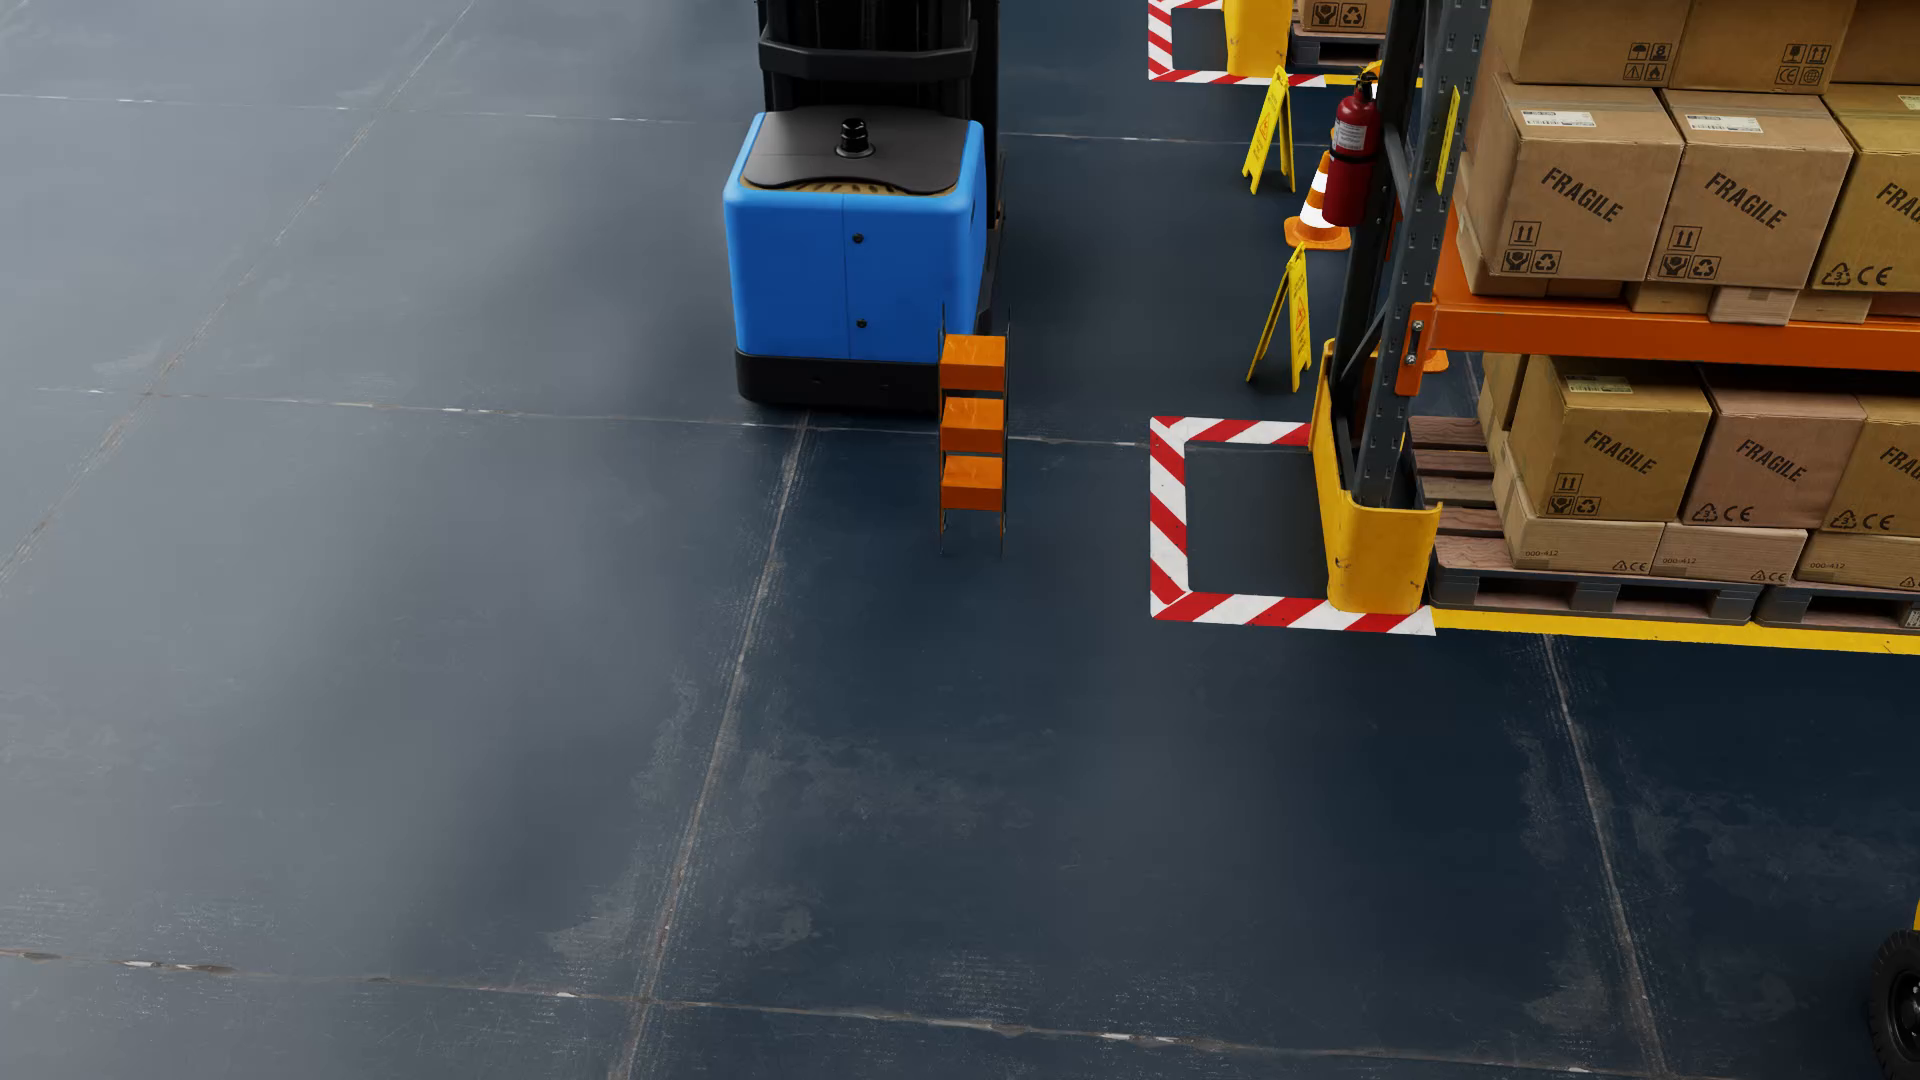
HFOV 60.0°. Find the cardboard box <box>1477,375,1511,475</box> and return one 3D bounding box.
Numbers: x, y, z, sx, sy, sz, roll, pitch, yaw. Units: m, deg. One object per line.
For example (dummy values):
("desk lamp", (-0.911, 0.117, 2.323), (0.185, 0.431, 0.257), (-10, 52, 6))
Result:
("cardboard box", (2.420, -0.473, 6.771), (0.500, 0.250, 0.500), (3, 39, 4))

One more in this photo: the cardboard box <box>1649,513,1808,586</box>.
("cardboard box", (2.855, -0.098, 6.312), (0.500, 0.250, 0.500), (4, 39, 5))

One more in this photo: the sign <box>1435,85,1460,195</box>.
("sign", (1.521, -1.247, 5.191), (0.005, 0.325, 0.100), (3, 39, 4))

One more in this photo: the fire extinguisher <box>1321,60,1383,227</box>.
("fire extinguisher", (1.493, -1.518, 6.272), (0.183, 0.674, 0.296), (3, 39, 4))

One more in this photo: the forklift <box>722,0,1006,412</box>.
("forklift", (-0.344, -2.619, 7.617), (1.130, 2.935, 3.031), (3, 39, 4))

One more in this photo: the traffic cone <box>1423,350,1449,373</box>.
("traffic cone", (2.107, -1.056, 7.653), (0.334, 0.463, 0.336), (3, 39, 4))

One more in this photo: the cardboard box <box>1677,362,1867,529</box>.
("cardboard box", (2.892, -0.395, 6.082), (0.500, 0.500, 0.500), (2, 39, 2))

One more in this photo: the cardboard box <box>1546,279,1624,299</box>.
("cardboard box", (2.141, -1.002, 5.775), (0.250, 0.149, 0.380), (4, 39, 5))

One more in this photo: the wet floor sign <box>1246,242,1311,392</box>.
("wet floor sign", (1.471, -1.023, 7.466), (0.232, 0.644, 0.267), (16, 42, 19))

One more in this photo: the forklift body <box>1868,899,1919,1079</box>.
("forklift body", (3.190, 1.155, 3.599), (1.214, 2.155, 2.313), (3, 39, 4))

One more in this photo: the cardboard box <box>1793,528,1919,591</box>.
("cardboard box", (3.400, -0.077, 6.285), (0.500, 0.250, 0.500), (6, 39, 7))

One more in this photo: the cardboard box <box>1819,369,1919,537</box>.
("cardboard box", (3.392, -0.363, 6.042), (0.500, 0.500, 0.500), (4, 39, 5))

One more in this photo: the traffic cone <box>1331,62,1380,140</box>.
("traffic cone", (2.301, -2.465, 9.383), (0.334, 0.463, 0.336), (3, 39, 4))

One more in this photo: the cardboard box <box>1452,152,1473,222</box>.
("cardboard box", (1.959, -1.269, 6.103), (0.250, 0.149, 0.380), (4, 39, 5))

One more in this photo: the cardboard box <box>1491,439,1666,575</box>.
("cardboard box", (2.347, -0.131, 6.352), (0.500, 0.250, 0.500), (3, 39, 3))

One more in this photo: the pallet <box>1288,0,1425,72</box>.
("pallet", (2.697, -3.295, 10.602), (1.213, 0.211, 1.003), (3, 39, 4))

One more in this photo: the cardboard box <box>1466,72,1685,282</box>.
("cardboard box", (2.016, -1.206, 5.512), (0.500, 0.500, 0.500), (3, 39, 3))

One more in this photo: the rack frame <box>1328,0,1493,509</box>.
("rack frame", (1.568, -1.252, 5.884), (0.127, 3.000, 1.000), (3, 39, 4))

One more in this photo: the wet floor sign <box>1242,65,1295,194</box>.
("wet floor sign", (1.694, -2.214, 8.931), (0.232, 0.644, 0.267), (-3, 39, -4))

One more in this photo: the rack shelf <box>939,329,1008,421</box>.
("rack shelf", (0.053, -0.616, 6.214), (0.240, 0.259, 0.215), (3, 39, 4))

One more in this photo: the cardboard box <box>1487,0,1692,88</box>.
("cardboard box", (2.095, -1.904, 5.577), (0.500, 0.500, 0.700), (2, 39, 3))

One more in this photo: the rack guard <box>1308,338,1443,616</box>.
("rack guard", (1.643, -0.279, 6.668), (0.348, 0.500, 1.175), (3, 39, 4))

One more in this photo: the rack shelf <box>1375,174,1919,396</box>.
("rack shelf", (3.560, -0.864, 5.977), (4.000, 0.370, 1.077), (3, 39, 4))

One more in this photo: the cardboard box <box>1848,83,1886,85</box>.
("cardboard box", (3.129, -1.491, 5.862), (0.500, 0.500, 0.500), (3, 39, 4))

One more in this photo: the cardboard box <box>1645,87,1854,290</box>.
("cardboard box", (2.532, -1.180, 5.480), (0.500, 0.500, 0.500), (4, 39, 5))

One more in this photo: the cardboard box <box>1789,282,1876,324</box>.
("cardboard box", (2.908, -0.900, 5.650), (0.250, 0.149, 0.380), (4, 39, 5))

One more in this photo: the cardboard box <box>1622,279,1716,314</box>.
("cardboard box", (2.398, -0.936, 5.694), (0.250, 0.149, 0.380), (2, 39, 2))

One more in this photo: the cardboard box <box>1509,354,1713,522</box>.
("cardboard box", (2.371, -0.421, 6.114), (0.500, 0.500, 0.500), (2, 39, 2))

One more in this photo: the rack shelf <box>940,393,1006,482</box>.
("rack shelf", (0.053, -0.396, 6.393), (0.240, 0.259, 0.215), (3, 39, 4))

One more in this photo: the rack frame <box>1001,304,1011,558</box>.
("rack frame", (0.175, -0.398, 6.378), (0.008, 1.050, 0.200), (3, 39, 4))

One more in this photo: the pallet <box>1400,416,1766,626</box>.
("pallet", (2.450, -0.100, 6.677), (1.213, 0.211, 1.003), (3, 39, 4))

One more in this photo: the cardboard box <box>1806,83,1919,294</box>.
("cardboard box", (3.040, -1.153, 5.447), (0.500, 0.500, 0.500), (2, 39, 3))

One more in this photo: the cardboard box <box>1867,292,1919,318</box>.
("cardboard box", (3.176, -0.924, 5.679), (0.250, 0.149, 0.380), (4, 39, 5))

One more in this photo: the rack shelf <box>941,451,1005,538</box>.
("rack shelf", (0.053, -0.180, 6.568), (0.240, 0.259, 0.215), (3, 39, 4))

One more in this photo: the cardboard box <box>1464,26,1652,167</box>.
("cardboard box", (2.132, -1.550, 5.935), (0.500, 0.500, 0.500), (2, 39, 3))

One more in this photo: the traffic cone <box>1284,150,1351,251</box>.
("traffic cone", (1.864, -1.773, 8.533), (0.334, 0.463, 0.336), (3, 39, 4))

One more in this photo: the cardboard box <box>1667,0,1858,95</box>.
("cardboard box", (2.599, -1.872, 5.537), (0.500, 0.500, 0.700), (3, 39, 4))

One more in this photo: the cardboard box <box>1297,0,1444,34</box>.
("cardboard box", (2.575, -3.715, 10.259), (0.875, 0.875, 0.875), (3, 39, 4))

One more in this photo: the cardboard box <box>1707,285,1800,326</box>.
("cardboard box", (2.647, -0.893, 5.642), (0.250, 0.149, 0.380), (4, 39, 5))

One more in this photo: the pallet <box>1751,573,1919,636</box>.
("pallet", (3.662, -0.032, 6.594), (1.213, 0.211, 1.003), (3, 39, 4))

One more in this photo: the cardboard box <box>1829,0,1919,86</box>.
("cardboard box", (3.116, -1.908, 5.583), (0.500, 0.500, 0.700), (3, 39, 3))

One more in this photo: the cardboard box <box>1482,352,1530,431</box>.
("cardboard box", (2.388, -0.760, 6.530), (0.500, 0.500, 0.500), (3, 39, 4))

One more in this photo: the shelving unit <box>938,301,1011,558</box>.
("shelving unit", (0.053, -0.404, 6.386), (0.252, 1.050, 0.215), (3, 39, 4))

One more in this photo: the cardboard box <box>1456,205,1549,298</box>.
("cardboard box", (1.888, -1.006, 5.780), (0.250, 0.149, 0.380), (3, 39, 4))

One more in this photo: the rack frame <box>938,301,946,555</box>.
("rack frame", (-0.068, -0.411, 6.394), (0.008, 1.050, 0.200), (3, 39, 4))

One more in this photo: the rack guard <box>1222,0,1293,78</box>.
("rack guard", (1.870, -3.403, 10.506), (0.348, 0.500, 1.175), (3, 39, 4))
